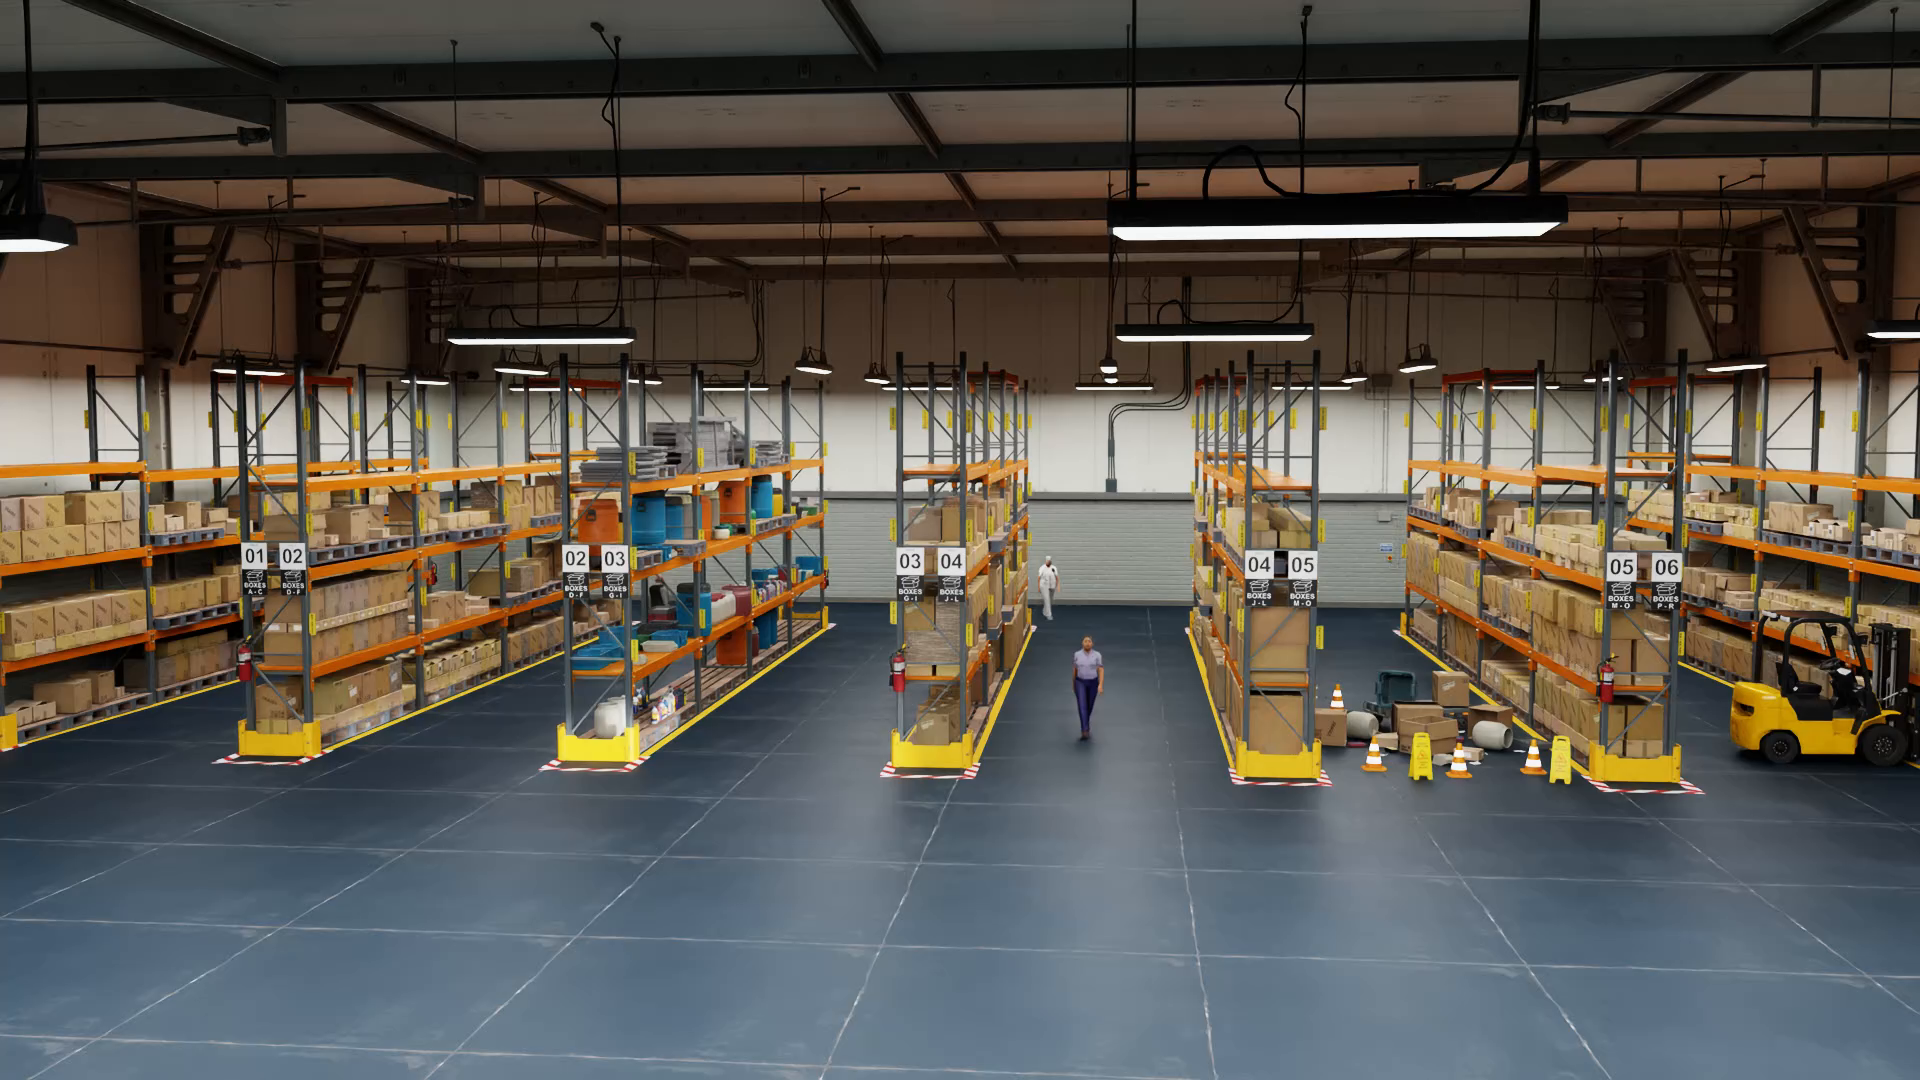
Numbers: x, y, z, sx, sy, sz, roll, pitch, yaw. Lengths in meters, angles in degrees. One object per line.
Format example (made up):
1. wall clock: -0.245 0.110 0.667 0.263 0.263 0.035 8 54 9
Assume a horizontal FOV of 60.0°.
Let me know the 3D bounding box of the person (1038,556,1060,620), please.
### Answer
1. person: 2.234 1.192 42.076 0.486 1.599 1.078 -1 4 -20

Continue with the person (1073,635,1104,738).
1. person: 2.057 2.313 26.539 0.469 1.573 1.059 -1 4 -10

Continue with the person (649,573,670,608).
1. person: -6.522 1.589 35.977 0.567 1.724 0.479 3 5 36
